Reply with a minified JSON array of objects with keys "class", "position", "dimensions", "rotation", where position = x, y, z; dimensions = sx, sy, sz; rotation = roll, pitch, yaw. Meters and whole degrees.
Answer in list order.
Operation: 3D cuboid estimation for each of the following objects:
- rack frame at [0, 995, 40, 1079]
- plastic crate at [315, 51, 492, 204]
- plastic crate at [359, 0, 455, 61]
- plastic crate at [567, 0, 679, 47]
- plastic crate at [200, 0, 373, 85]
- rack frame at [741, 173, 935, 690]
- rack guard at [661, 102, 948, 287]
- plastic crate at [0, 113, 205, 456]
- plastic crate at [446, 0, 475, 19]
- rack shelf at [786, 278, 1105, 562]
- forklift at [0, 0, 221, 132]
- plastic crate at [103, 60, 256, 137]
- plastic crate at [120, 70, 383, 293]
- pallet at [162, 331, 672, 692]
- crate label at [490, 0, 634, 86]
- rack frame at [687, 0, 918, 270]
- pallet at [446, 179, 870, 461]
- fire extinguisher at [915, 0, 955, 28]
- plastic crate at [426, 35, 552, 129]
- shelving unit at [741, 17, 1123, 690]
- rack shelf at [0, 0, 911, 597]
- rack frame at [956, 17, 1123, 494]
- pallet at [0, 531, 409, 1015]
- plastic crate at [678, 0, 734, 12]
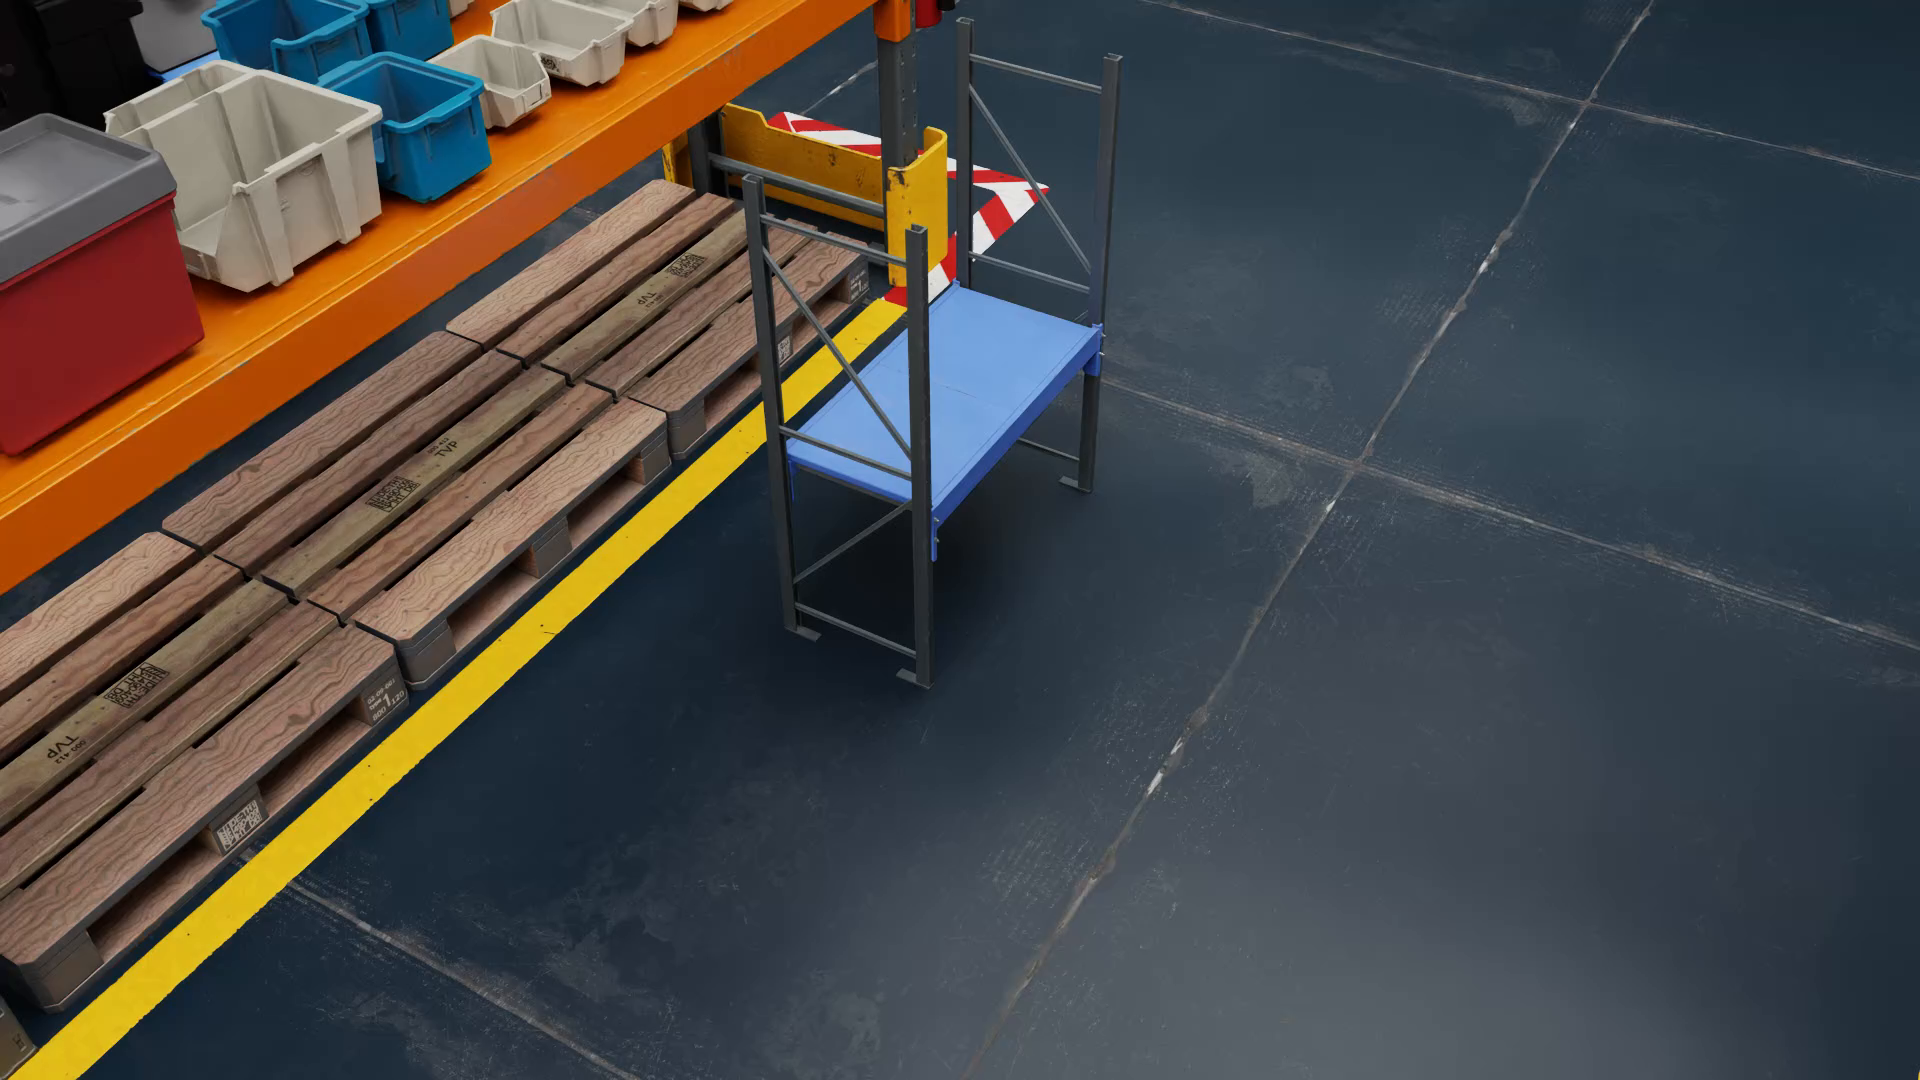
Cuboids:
[{"class":"rack frame","position":[-2.619,-0.059,3.048],"dimensions":[1.000,3.000,0.127],"rotation":[21,45,22]},{"class":"plastic crate","position":[-1.423,-1.048,4.252],"dimensions":[0.416,0.233,0.300],"rotation":[21,45,22]},{"class":"plastic crate","position":[-1.684,-1.522,4.790],"dimensions":[0.416,0.233,0.300],"rotation":[21,45,22]},{"class":"plastic crate","position":[-1.026,-1.584,4.933],"dimensions":[0.396,0.136,0.243],"rotation":[21,45,22]},{"class":"plastic crate","position":[-1.835,-1.350,4.595],"dimensions":[0.416,0.233,0.300],"rotation":[21,45,22]},{"class":"rack frame","position":[-0.297,-0.223,4.369],"dimensions":[0.500,1.500,0.032],"rotation":[21,45,22]},{"class":"rack guard","position":[-0.616,-1.428,6.493],"dimensions":[1.175,0.500,0.348],"rotation":[21,45,22]},{"class":"plastic crate","position":[-1.955,-0.534,3.493],"dimensions":[0.402,0.464,0.583],"rotation":[21,45,22]},{"class":"plastic crate","position":[-1.597,-1.695,5.059],"dimensions":[0.250,0.136,0.298],"rotation":[21,45,22]},{"class":"rack shelf","position":[-0.043,-0.379,4.818],"dimensions":[0.538,0.185,1.000],"rotation":[21,45,22]},{"class":"forklift","position":[-3.342,-1.570,4.815],"dimensions":[1.130,2.935,3.031],"rotation":[25,47,26]},{"class":"plastic crate","position":[-2.007,-1.079,4.359],"dimensions":[0.293,0.136,0.466],"rotation":[21,45,22]},{"class":"plastic crate","position":[-1.695,-0.850,3.990],"dimensions":[0.437,0.282,0.530],"rotation":[21,45,22]},{"class":"pallet","position":[-1.675,-0.147,5.257],"dimensions":[1.003,0.211,1.213],"rotation":[21,45,22]},{"class":"crate label","position":[-1.144,-1.417,4.743],"dimensions":[0.396,0.136,0.243],"rotation":[21,45,22]},{"class":"rack frame","position":[-0.617,-2.348,5.647],"dimensions":[1.000,3.000,0.127],"rotation":[21,45,22]},{"class":"pallet","position":[-1.063,-0.843,6.047],"dimensions":[1.003,0.211,1.213],"rotation":[21,45,22]},{"class":"fire extinguisher","position":[-0.148,-2.115,5.723],"dimensions":[0.296,0.674,0.183],"rotation":[21,45,22]},{"class":"plastic crate","position":[-1.276,-1.241,4.544],"dimensions":[0.298,0.136,0.250],"rotation":[21,45,22]},{"class":"shelving unit","position":[-0.043,-0.514,4.699],"dimensions":[0.538,1.500,1.048],"rotation":[21,45,22]},{"class":"rack shelf","position":[-1.618,-0.934,4.585],"dimensions":[1.077,0.370,4.000],"rotation":[21,45,22]},{"class":"rack frame","position":[0.212,-0.805,5.029],"dimensions":[0.500,1.500,0.032],"rotation":[21,45,22]},{"class":"pallet","position":[-2.284,0.554,4.462],"dimensions":[1.003,0.211,1.213],"rotation":[21,45,22]},{"class":"plastic crate","position":[-0.868,-1.745,5.116],"dimensions":[0.396,0.136,0.243],"rotation":[21,45,22]}]
